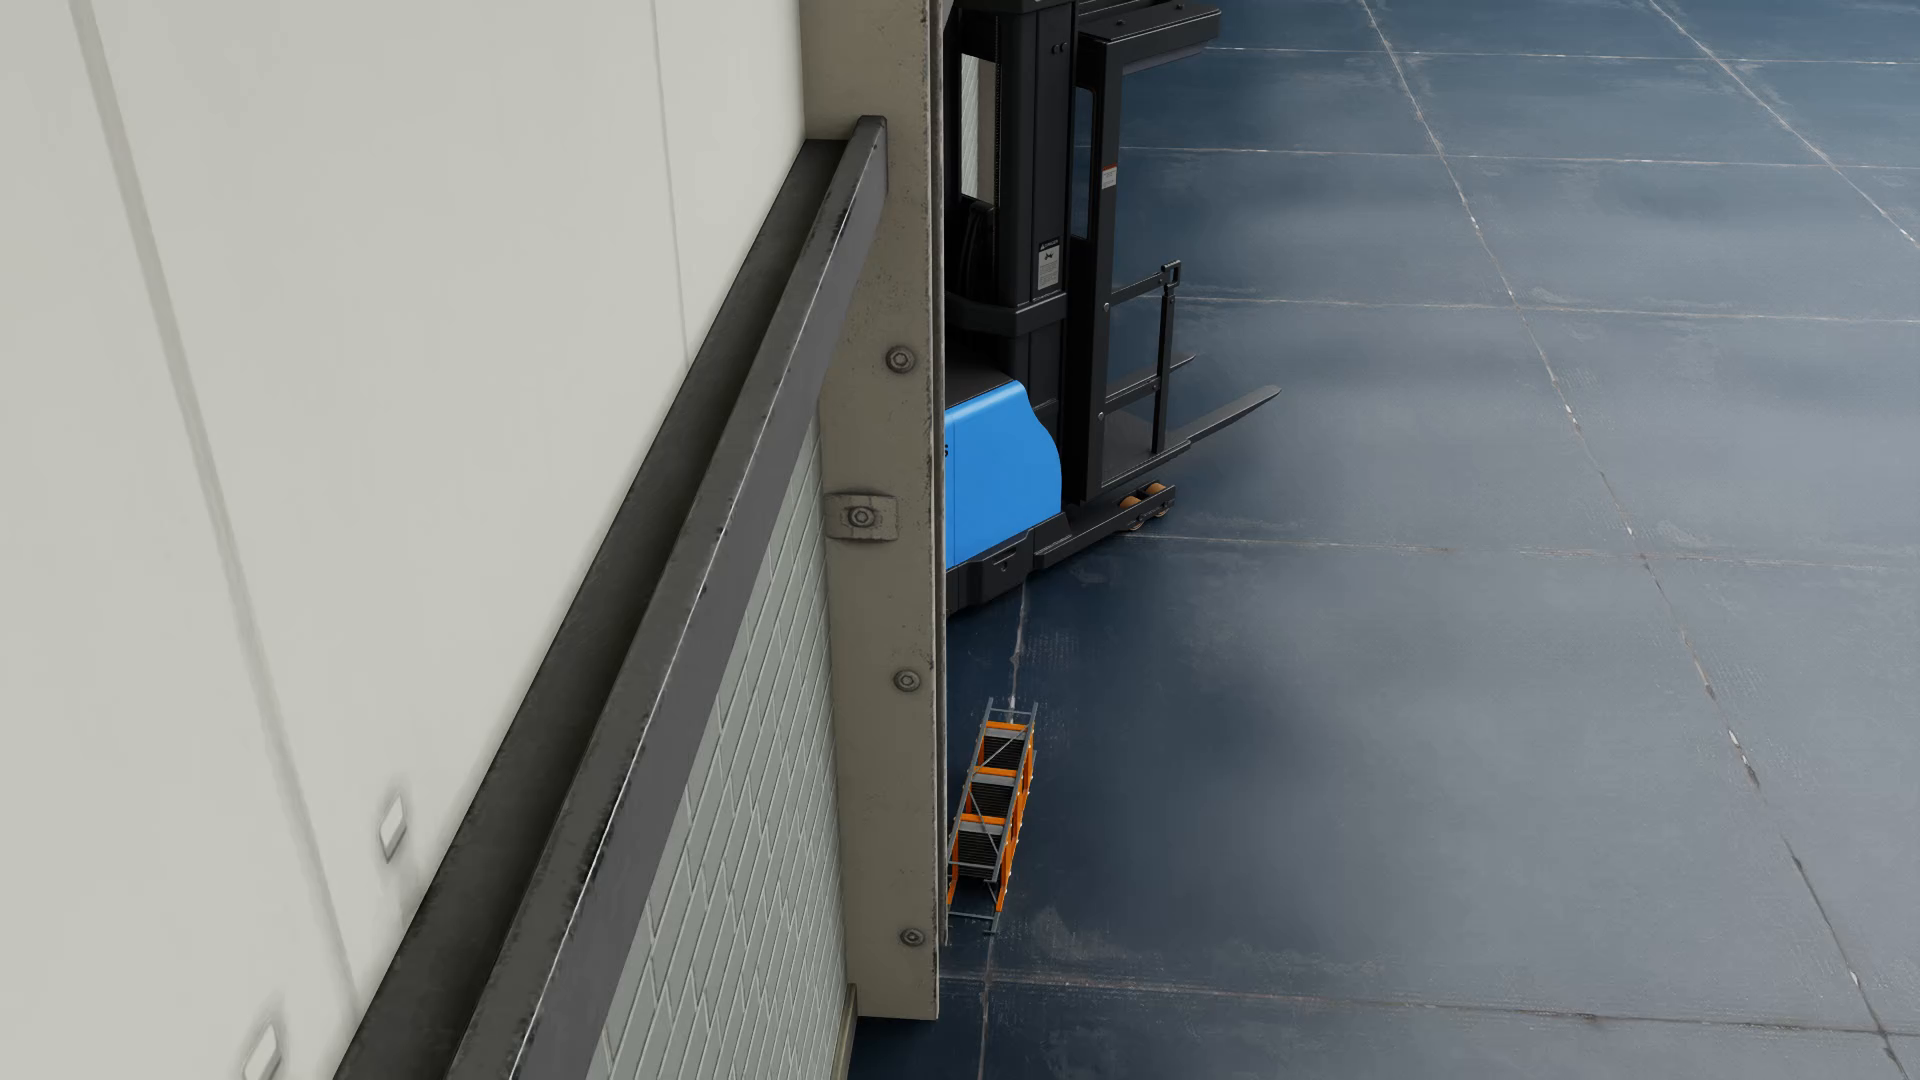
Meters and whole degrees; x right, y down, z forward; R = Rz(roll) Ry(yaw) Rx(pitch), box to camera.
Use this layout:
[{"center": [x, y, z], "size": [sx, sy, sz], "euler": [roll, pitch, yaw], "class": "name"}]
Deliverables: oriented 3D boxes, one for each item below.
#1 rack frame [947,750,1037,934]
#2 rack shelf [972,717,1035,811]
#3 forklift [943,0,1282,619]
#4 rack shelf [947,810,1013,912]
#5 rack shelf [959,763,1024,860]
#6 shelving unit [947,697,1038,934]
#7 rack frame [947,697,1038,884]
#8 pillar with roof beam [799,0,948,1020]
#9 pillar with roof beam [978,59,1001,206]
[{"center": [0.122, 1.128, 6.406], "size": [0.200, 0.008, 1.050], "euler": [5, 32, 9], "class": "rack frame"}, {"center": [0.172, 0.883, 6.571], "size": [0.215, 0.240, 0.259], "euler": [5, 32, 9], "class": "rack shelf"}, {"center": [0.452, -1.473, 7.847], "size": [3.031, 2.935, 1.130], "euler": [-27, 40, -36], "class": "forklift"}, {"center": [0.070, 1.173, 6.101], "size": [0.215, 0.240, 0.259], "euler": [5, 32, 9], "class": "rack shelf"}, {"center": [0.120, 1.030, 6.333], "size": [0.215, 0.240, 0.259], "euler": [5, 32, 9], "class": "rack shelf"}, {"center": [0.122, 1.024, 6.342], "size": [0.215, 0.252, 1.050], "euler": [5, 32, 9], "class": "shelving unit"}, {"center": [0.122, 0.920, 6.278], "size": [0.200, 0.008, 1.050], "euler": [5, 32, 9], "class": "rack frame"}, {"center": [4.076, -2.135, 3.137], "size": [9.100, 9.000, 0.400], "euler": [2, 32, 4], "class": "pillar with roof beam"}, {"center": [4.565, -5.273, 8.228], "size": [9.100, 9.000, 0.400], "euler": [2, 32, 4], "class": "pillar with roof beam"}]
